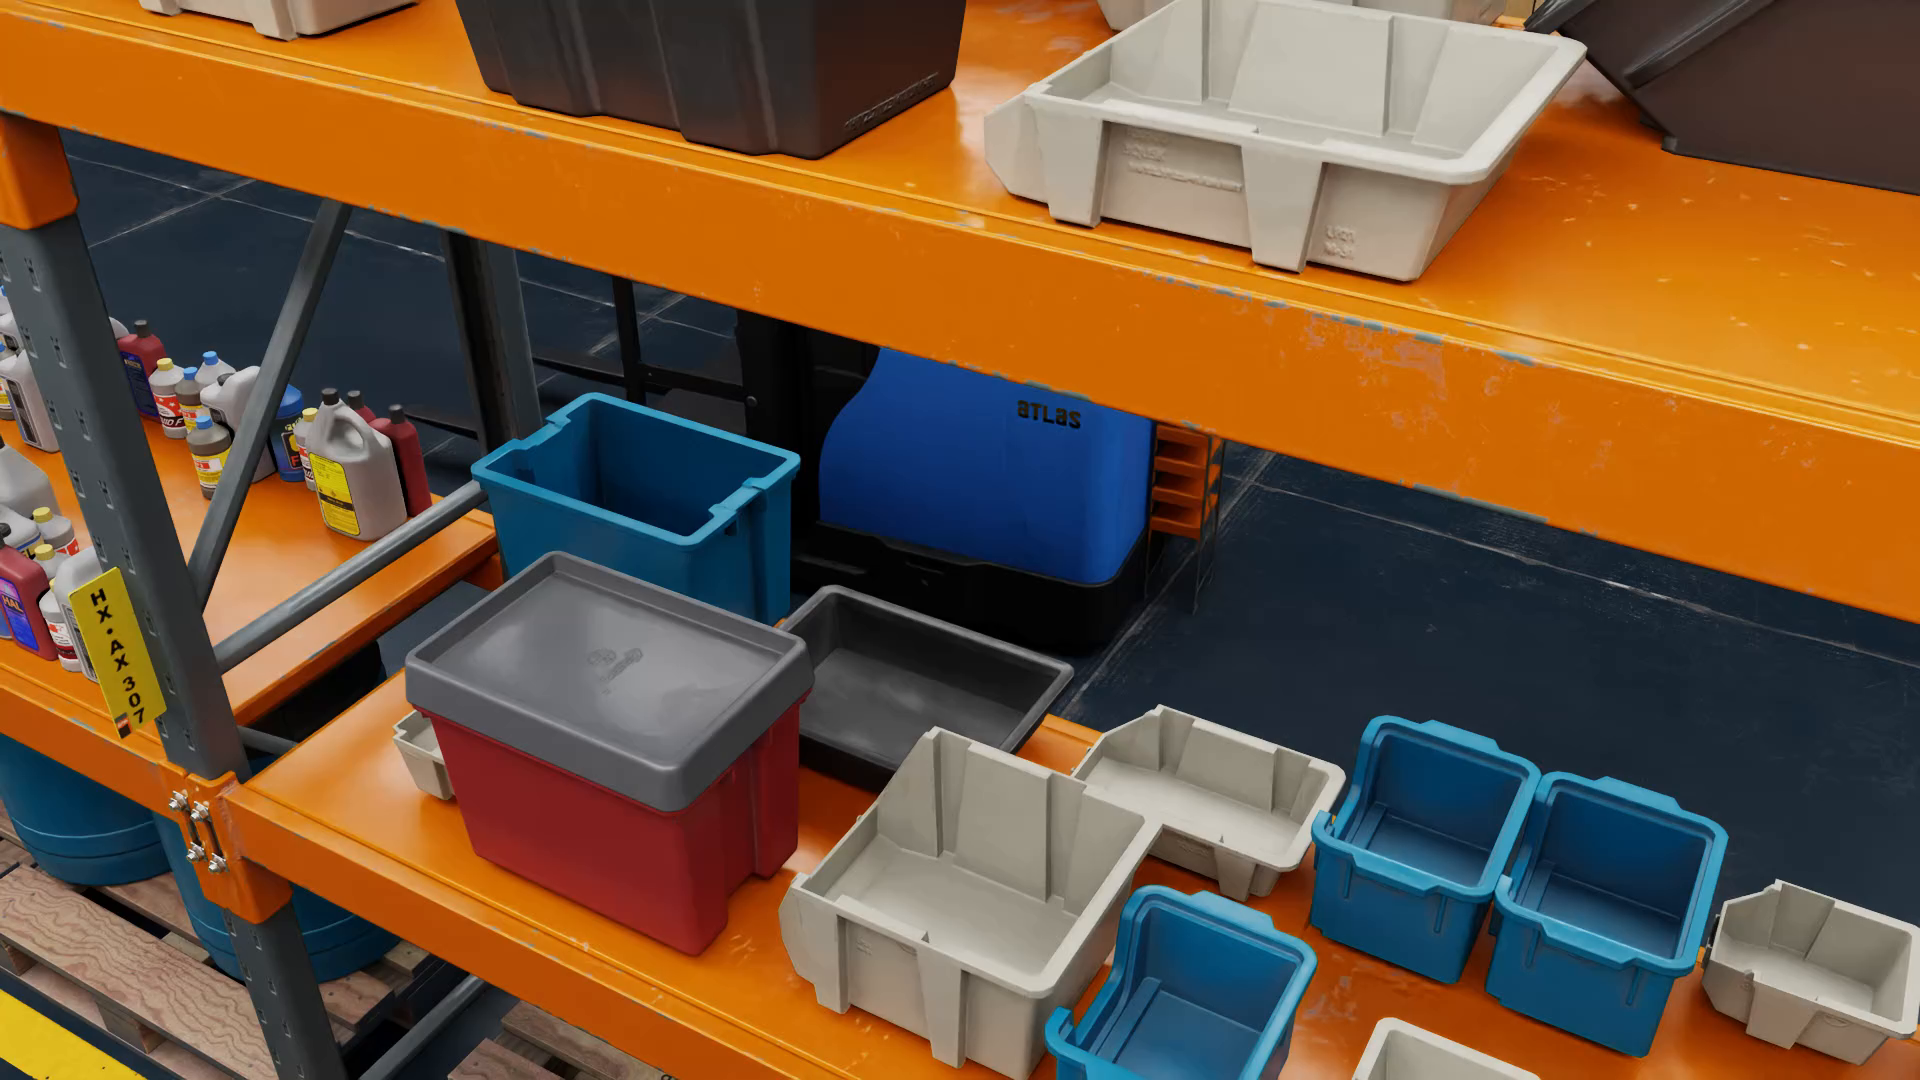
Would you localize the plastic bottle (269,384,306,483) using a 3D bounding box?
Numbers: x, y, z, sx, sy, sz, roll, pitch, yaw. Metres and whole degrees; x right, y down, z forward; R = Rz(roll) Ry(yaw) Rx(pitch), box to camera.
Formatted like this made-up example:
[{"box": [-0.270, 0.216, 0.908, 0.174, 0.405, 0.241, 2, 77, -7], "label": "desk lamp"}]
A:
[{"box": [-1.651, -0.282, 4.083, 0.097, 0.271, 0.097, 0, 34, 0], "label": "plastic bottle"}]

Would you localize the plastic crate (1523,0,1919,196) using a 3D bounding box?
[{"box": [1.048, -0.618, 1.822, 0.767, 0.338, 0.504, 18, 37, 24], "label": "plastic crate"}]

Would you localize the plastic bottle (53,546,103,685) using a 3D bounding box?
[{"box": [-1.737, 0.156, 3.422, 0.135, 0.276, 0.152, 18, 37, 24], "label": "plastic bottle"}]

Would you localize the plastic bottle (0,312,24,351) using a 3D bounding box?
[{"box": [-2.453, -0.520, 4.437, 0.135, 0.276, 0.152, 18, 37, 24], "label": "plastic bottle"}]

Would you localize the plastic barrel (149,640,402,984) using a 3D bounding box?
[{"box": [-1.699, 0.598, 4.160, 0.708, 0.901, 0.600, 18, 37, 24], "label": "plastic barrel"}]

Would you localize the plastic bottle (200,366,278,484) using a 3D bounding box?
[{"box": [-1.765, -0.303, 4.110, 0.135, 0.276, 0.152, 18, 37, 24], "label": "plastic bottle"}]

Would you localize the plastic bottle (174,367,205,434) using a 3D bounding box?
[{"box": [-1.937, -0.343, 4.239, 0.097, 0.201, 0.097, 0, 34, 0], "label": "plastic bottle"}]

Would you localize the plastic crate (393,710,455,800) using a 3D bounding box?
[{"box": [-0.901, 0.339, 3.219, 0.243, 0.136, 0.396, 18, 37, 24], "label": "plastic crate"}]

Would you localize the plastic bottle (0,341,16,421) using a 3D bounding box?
[{"box": [-2.498, -0.424, 4.360, 0.097, 0.201, 0.097, 0, 34, 0], "label": "plastic bottle"}]

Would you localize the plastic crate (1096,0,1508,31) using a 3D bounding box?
[{"box": [0.467, -0.800, 2.146, 0.530, 0.282, 0.437, 18, 37, 24], "label": "plastic crate"}]

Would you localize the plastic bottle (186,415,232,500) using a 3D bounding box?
[{"box": [-1.811, -0.206, 4.033, 0.097, 0.201, 0.097, 0, 34, 0], "label": "plastic bottle"}]

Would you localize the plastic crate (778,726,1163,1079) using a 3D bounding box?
[{"box": [0.000, 0.590, 2.711, 0.530, 0.282, 0.437, 18, 37, 24], "label": "plastic crate"}]

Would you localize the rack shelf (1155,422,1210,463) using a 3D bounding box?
[{"box": [0.783, -0.380, 5.601, 0.180, 0.103, 0.258, 13, 36, 19], "label": "rack shelf"}]

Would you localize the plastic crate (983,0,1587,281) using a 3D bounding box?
[{"box": [0.321, -0.431, 1.722, 0.530, 0.136, 0.437, 18, 37, 24], "label": "plastic crate"}]

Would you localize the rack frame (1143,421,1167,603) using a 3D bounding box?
[{"box": [0.699, -0.337, 5.673, 0.006, 1.200, 0.240, 13, 36, 19], "label": "rack frame"}]

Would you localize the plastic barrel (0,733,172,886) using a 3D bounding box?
[{"box": [-2.313, 0.403, 4.453, 0.708, 0.901, 0.600, 18, 37, 24], "label": "plastic barrel"}]

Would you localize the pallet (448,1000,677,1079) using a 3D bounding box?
[{"box": [-0.577, 1.401, 3.955, 1.213, 0.211, 1.003, 18, 37, 24], "label": "pallet"}]

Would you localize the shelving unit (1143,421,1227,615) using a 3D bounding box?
[{"box": [0.783, -0.317, 5.643, 0.189, 1.200, 0.258, 13, 36, 19], "label": "shelving unit"}]

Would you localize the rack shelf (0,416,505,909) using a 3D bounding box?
[{"box": [-2.971, -0.194, 4.484, 4.000, 0.370, 1.077, 18, 37, 24], "label": "rack shelf"}]

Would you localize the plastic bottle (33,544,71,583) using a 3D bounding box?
[{"box": [-1.937, 0.102, 3.570, 0.097, 0.201, 0.097, 0, 34, 0], "label": "plastic bottle"}]

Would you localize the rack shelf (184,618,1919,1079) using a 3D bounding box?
[{"box": [0.502, 0.906, 2.832, 4.000, 0.370, 1.077, 18, 37, 24], "label": "rack shelf"}]

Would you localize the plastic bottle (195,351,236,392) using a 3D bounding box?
[{"box": [-1.852, -0.346, 4.179, 0.097, 0.271, 0.097, 0, 34, 0], "label": "plastic bottle"}]

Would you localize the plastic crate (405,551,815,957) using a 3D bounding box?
[{"box": [-0.584, 0.372, 2.874, 0.583, 0.464, 0.402, 18, 37, 24], "label": "plastic crate"}]

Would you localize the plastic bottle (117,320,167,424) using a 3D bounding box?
[{"box": [-2.112, -0.445, 4.317, 0.133, 0.283, 0.061, 18, 37, 24], "label": "plastic bottle"}]

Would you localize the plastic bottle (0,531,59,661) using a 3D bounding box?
[{"box": [-1.961, 0.111, 3.482, 0.133, 0.283, 0.061, 18, 37, 24], "label": "plastic bottle"}]

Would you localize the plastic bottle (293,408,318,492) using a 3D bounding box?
[{"box": [-1.566, -0.226, 4.062, 0.097, 0.201, 0.097, 0, 34, 0], "label": "plastic bottle"}]

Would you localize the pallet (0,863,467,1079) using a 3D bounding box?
[{"box": [-1.884, 0.985, 4.580, 1.213, 0.211, 1.003, 18, 37, 24], "label": "pallet"}]

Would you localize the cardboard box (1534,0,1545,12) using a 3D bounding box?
[{"box": [2.413, -1.818, 6.184, 0.500, 0.500, 0.500, 17, 37, 24], "label": "cardboard box"}]

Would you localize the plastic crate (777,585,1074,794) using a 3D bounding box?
[{"box": [-0.130, 0.325, 3.250, 0.590, 0.125, 0.437, 18, 37, 24], "label": "plastic crate"}]

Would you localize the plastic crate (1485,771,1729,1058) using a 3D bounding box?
[{"box": [1.044, 0.613, 2.720, 0.300, 0.233, 0.416, 18, 37, 24], "label": "plastic crate"}]

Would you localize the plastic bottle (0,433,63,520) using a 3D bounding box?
[{"box": [-2.124, -0.087, 3.719, 0.185, 0.351, 0.144, 18, 37, 24], "label": "plastic bottle"}]

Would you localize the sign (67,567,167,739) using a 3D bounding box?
[{"box": [-1.509, 0.206, 2.985, 0.005, 0.325, 0.100, 18, 37, 24], "label": "sign"}]

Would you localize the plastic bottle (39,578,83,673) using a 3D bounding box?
[{"box": [-1.852, 0.168, 3.470, 0.097, 0.201, 0.097, 0, 34, 0], "label": "plastic bottle"}]

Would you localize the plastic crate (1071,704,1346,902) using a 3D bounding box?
[{"box": [0.426, 0.476, 3.013, 0.466, 0.136, 0.293, 18, 37, 24], "label": "plastic crate"}]

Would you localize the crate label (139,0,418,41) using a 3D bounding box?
[{"box": [-0.953, -0.808, 2.289, 0.466, 0.136, 0.293, 18, 37, 24], "label": "crate label"}]

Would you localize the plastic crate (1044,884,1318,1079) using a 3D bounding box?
[{"box": [0.328, 0.760, 2.499, 0.300, 0.233, 0.416, 18, 37, 24], "label": "plastic crate"}]

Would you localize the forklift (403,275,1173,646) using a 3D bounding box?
[{"box": [-0.701, -1.386, 5.687, 3.031, 2.935, 1.130, 13, 36, 19], "label": "forklift"}]

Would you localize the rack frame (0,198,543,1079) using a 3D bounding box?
[{"box": [-1.235, 0.057, 3.458, 0.127, 3.000, 1.000, 18, 37, 24], "label": "rack frame"}]

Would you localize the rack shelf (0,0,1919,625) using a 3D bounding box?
[{"box": [0.502, -0.342, 2.000, 4.000, 0.370, 1.077, 18, 37, 24], "label": "rack shelf"}]

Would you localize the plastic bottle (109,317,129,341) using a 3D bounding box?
[{"box": [-2.251, -0.457, 4.341, 0.135, 0.276, 0.152, 18, 37, 24], "label": "plastic bottle"}]

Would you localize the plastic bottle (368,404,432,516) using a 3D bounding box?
[{"box": [-1.341, -0.201, 3.950, 0.133, 0.283, 0.061, 18, 37, 24], "label": "plastic bottle"}]

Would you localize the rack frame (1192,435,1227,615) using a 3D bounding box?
[{"box": [0.867, -0.297, 5.613, 0.006, 1.200, 0.240, 13, 36, 19], "label": "rack frame"}]

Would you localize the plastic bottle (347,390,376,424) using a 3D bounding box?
[{"box": [-1.457, -0.237, 4.005, 0.133, 0.283, 0.061, 18, 37, 24], "label": "plastic bottle"}]

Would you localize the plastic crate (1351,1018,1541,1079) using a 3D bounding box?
[{"box": [0.676, 0.881, 2.405, 0.250, 0.136, 0.298, 18, 37, 24], "label": "plastic crate"}]

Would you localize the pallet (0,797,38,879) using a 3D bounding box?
[{"box": [-2.947, 0.650, 5.083, 1.213, 0.211, 1.003, 18, 37, 24], "label": "pallet"}]

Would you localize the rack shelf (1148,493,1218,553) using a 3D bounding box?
[{"box": [0.783, -0.080, 5.801, 0.180, 0.103, 0.258, 13, 36, 19], "label": "rack shelf"}]

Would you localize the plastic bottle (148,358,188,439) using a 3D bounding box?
[{"box": [-2.021, -0.370, 4.279, 0.097, 0.201, 0.097, 0, 34, 0], "label": "plastic bottle"}]

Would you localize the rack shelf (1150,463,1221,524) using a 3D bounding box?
[{"box": [0.783, -0.180, 5.734, 0.180, 0.103, 0.258, 13, 36, 19], "label": "rack shelf"}]

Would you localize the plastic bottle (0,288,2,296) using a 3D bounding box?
[{"box": [-2.624, -0.590, 4.546, 0.097, 0.271, 0.097, 0, 34, 0], "label": "plastic bottle"}]

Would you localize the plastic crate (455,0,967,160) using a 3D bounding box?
[{"box": [-0.292, -0.664, 1.952, 0.590, 0.269, 0.497, 18, 37, 24], "label": "plastic crate"}]

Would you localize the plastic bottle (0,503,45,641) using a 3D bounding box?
[{"box": [-2.054, 0.055, 3.573, 0.135, 0.276, 0.152, 18, 37, 24], "label": "plastic bottle"}]

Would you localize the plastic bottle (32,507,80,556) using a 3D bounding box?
[{"box": [-2.009, 0.021, 3.691, 0.097, 0.201, 0.097, 0, 34, 0], "label": "plastic bottle"}]

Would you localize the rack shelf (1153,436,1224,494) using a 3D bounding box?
[{"box": [0.783, -0.280, 5.668, 0.180, 0.103, 0.258, 13, 36, 19], "label": "rack shelf"}]

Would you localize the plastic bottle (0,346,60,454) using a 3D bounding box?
[{"box": [-2.327, -0.383, 4.231, 0.135, 0.276, 0.152, 18, 37, 24], "label": "plastic bottle"}]

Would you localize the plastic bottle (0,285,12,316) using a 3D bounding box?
[{"box": [-2.540, -0.564, 4.506, 0.097, 0.271, 0.097, 0, 34, 0], "label": "plastic bottle"}]

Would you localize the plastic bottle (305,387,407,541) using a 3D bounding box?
[{"box": [-1.415, -0.186, 3.868, 0.185, 0.351, 0.144, 18, 37, 24], "label": "plastic bottle"}]

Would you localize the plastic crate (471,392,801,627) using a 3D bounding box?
[{"box": [-0.660, 0.003, 3.500, 0.575, 0.384, 0.392, 18, 37, 24], "label": "plastic crate"}]

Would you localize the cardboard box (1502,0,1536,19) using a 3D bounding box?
[{"box": [1.980, -1.957, 6.392, 0.500, 0.500, 0.500, 18, 38, 25], "label": "cardboard box"}]

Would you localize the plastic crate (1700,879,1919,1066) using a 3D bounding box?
[{"box": [1.361, 0.701, 2.675, 0.298, 0.136, 0.250, 18, 37, 24], "label": "plastic crate"}]

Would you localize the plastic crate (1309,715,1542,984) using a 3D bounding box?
[{"box": [0.783, 0.531, 2.844, 0.300, 0.233, 0.416, 18, 37, 24], "label": "plastic crate"}]
